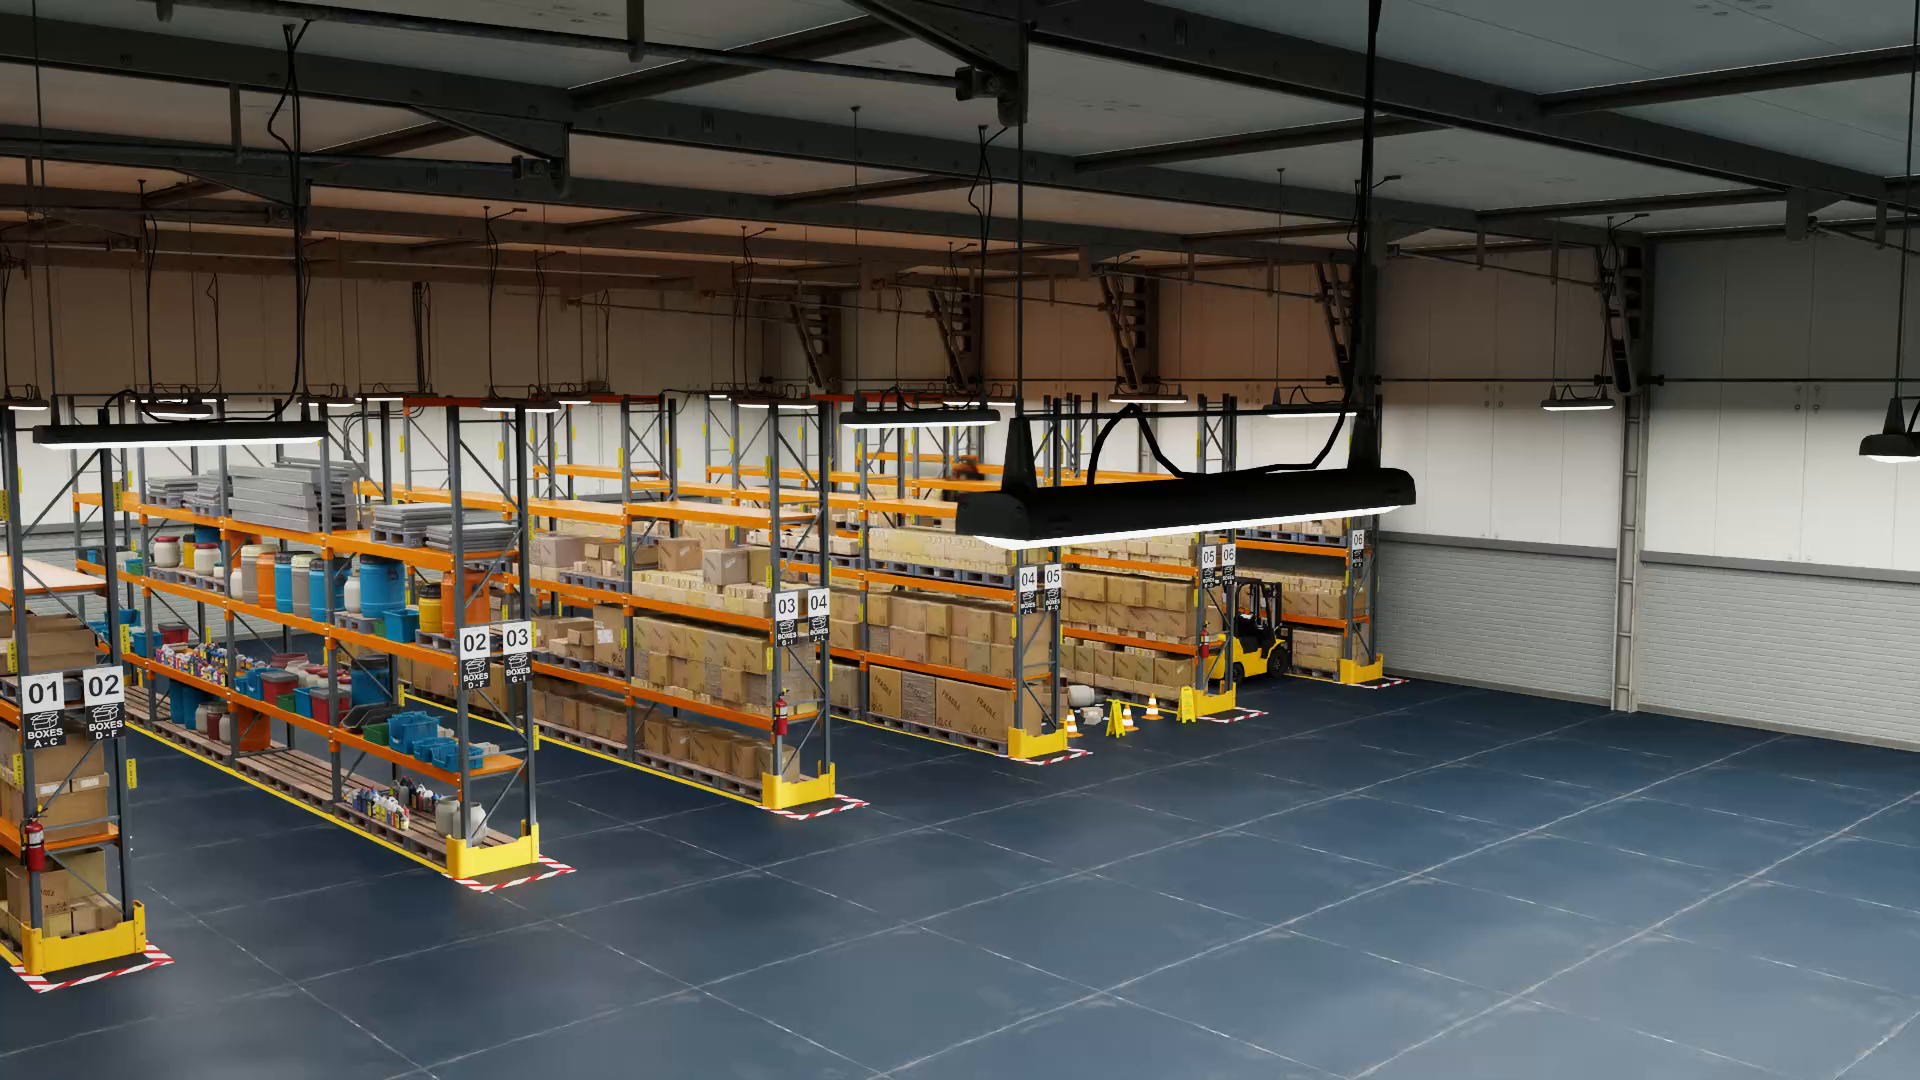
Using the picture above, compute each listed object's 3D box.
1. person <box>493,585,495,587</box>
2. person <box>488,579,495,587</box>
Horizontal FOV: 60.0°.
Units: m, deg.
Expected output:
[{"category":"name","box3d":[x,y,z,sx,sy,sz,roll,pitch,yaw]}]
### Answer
[{"category":"person","box3d":[-11.217,1.697,39.640,0.588,1.608,0.571,2,6,18]},{"category":"person","box3d":[-11.233,1.717,39.119,0.859,1.660,0.603,0,6,0]}]
